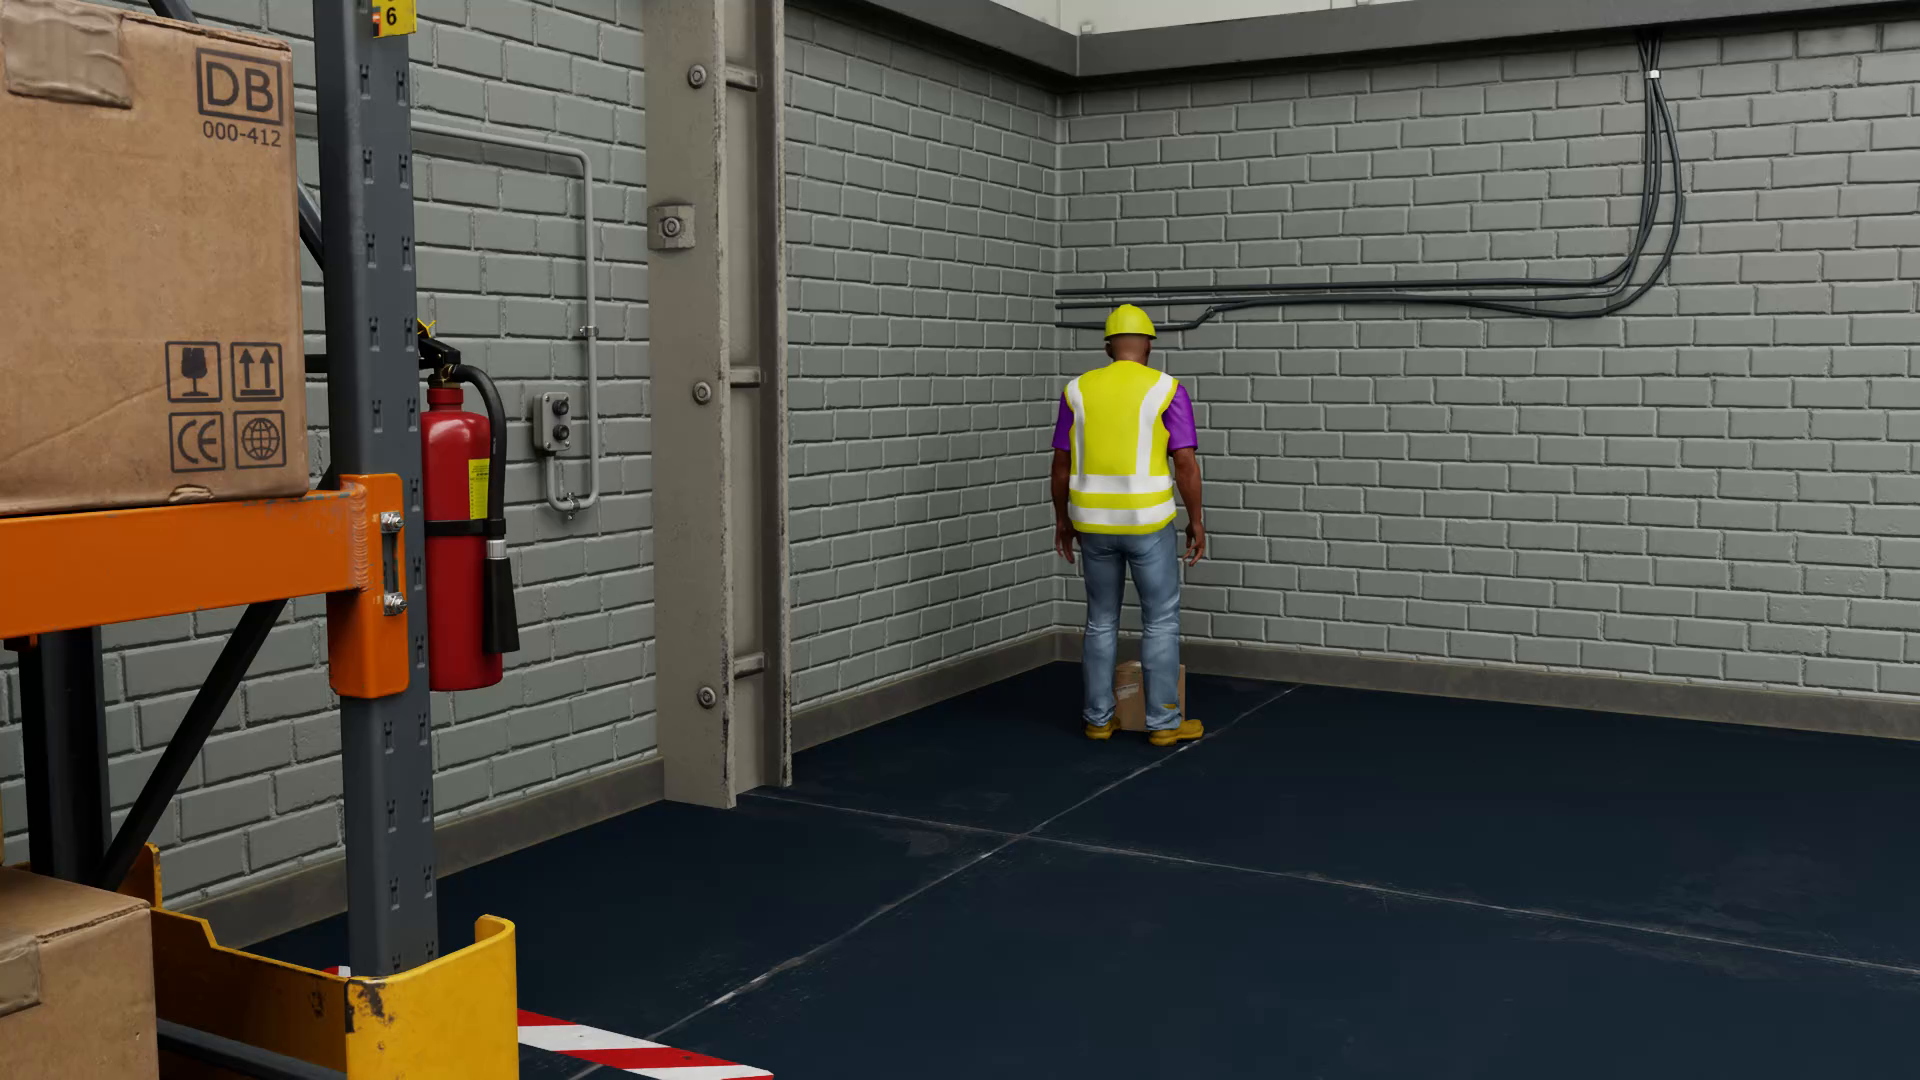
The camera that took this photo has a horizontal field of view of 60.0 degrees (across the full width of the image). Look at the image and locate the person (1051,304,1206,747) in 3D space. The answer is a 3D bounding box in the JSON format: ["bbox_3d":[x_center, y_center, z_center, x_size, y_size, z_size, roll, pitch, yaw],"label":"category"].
[{"bbox_3d":[0.681,-0.069,6.730,0.633,1.759,0.461,3,7,25],"label":"person"}]
